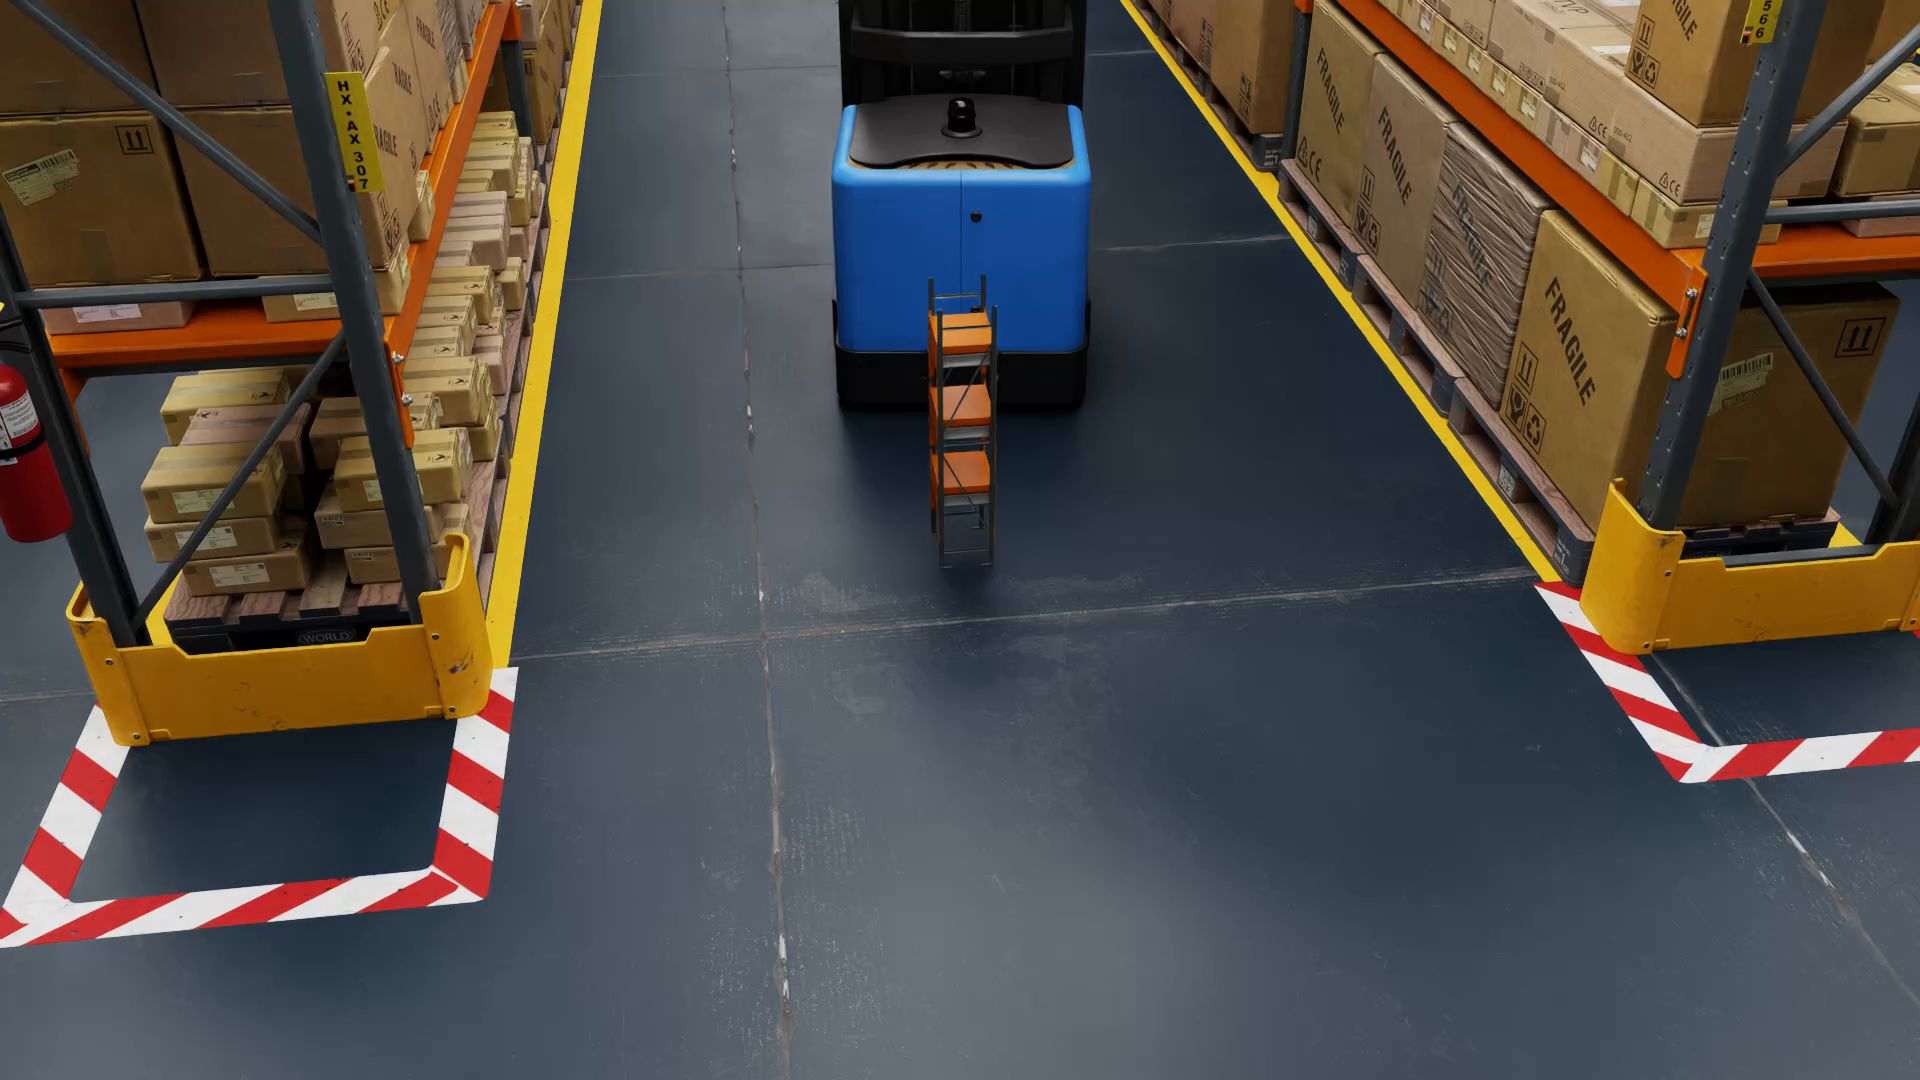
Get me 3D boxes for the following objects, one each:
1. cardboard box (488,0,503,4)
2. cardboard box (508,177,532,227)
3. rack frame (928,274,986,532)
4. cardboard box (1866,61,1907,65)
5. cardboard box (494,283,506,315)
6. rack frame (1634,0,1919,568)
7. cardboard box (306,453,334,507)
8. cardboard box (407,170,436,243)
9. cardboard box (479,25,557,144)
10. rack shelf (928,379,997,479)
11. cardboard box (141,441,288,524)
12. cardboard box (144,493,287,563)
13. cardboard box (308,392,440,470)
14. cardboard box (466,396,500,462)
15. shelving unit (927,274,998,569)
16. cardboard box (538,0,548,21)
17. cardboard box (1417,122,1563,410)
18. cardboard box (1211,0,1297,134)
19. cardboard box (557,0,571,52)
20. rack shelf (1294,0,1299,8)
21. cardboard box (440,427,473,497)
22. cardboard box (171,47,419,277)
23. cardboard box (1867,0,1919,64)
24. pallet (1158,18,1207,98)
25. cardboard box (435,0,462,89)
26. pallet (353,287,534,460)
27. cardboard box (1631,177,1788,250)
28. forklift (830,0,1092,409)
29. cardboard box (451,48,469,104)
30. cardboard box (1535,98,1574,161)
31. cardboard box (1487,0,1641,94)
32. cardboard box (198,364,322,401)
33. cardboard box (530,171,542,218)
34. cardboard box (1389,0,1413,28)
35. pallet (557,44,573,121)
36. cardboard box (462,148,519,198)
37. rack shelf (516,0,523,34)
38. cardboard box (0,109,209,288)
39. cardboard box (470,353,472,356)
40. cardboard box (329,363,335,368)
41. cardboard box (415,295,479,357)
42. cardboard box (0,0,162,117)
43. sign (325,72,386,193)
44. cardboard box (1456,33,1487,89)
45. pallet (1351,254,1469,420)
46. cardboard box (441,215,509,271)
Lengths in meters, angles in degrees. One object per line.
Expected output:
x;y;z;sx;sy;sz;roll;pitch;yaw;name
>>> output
-2.263;-2.527;7.518;0.380;0.149;0.250;-5;35;-8;cardboard box
-2.217;-1.576;7.794;0.380;0.149;0.250;-6;35;-8;cardboard box
-0.009;-0.472;6.010;0.200;1.050;0.008;-4;35;-6;rack frame
2.917;-1.634;5.853;0.500;0.250;0.500;-5;35;-7;cardboard box
-2.178;-0.982;7.186;0.380;0.149;0.250;-4;34;-5;cardboard box
2.790;-0.995;5.047;1.000;3.000;0.127;-4;35;-6;rack frame
-2.501;-0.239;6.096;0.380;0.149;0.250;-5;35;-7;cardboard box
-1.915;-1.071;5.381;0.380;0.149;0.250;-5;35;-8;cardboard box
-2.513;-2.481;9.074;0.500;0.500;0.500;-3;34;-5;cardboard box
0.007;-0.395;5.916;0.215;0.259;0.240;-4;35;-6;rack shelf
-2.460;-0.193;5.501;0.380;0.149;0.250;-4;34;-6;cardboard box
-2.492;-0.067;5.579;0.380;0.149;0.250;-5;35;-8;cardboard box
-2.028;-0.380;5.774;0.380;0.149;0.250;-4;34;-6;cardboard box
-1.974;-0.417;6.357;0.380;0.149;0.250;-4;34;-6;cardboard box
0.007;-0.404;5.911;0.215;1.050;0.252;-4;35;-6;shelving unit
-2.588;-3.088;9.298;0.500;0.250;0.500;-3;34;-5;cardboard box
2.503;-1.150;6.787;0.875;0.875;0.875;-4;35;-6;cardboard box
2.146;-2.878;9.324;1.225;0.875;0.875;-4;35;-6;cardboard box
-2.713;-3.349;10.348;0.500;0.500;0.500;-6;35;-9;cardboard box
1.983;-4.046;10.162;1.077;0.370;4.000;-4;35;-6;rack shelf
-1.935;-0.263;5.867;0.380;0.149;0.250;-5;35;-7;cardboard box
-1.925;-1.112;4.865;0.500;0.500;0.500;-3;34;-4;cardboard box
2.926;-1.933;5.626;0.500;0.500;0.500;-5;35;-8;cardboard box
1.907;-3.182;10.732;1.003;0.211;1.213;-4;35;-6;pallet
-2.150;-1.967;6.119;0.500;0.500;0.500;-5;35;-8;cardboard box
-2.383;-0.701;7.092;1.003;0.211;1.213;-4;35;-6;pallet
2.416;-1.065;5.372;0.380;0.149;0.250;-4;34;-5;cardboard box
0.012;-2.551;7.391;1.130;2.935;3.031;0;34;0;forklift
-2.124;-1.796;6.444;0.380;0.149;0.250;-4;34;-5;cardboard box
2.314;-1.490;5.996;0.380;0.149;0.250;-4;34;-6;cardboard box
2.326;-1.874;6.205;0.500;0.250;0.500;-5;35;-8;cardboard box
-2.570;-0.622;6.130;0.380;0.149;0.250;-6;35;-8;cardboard box
-2.286;-1.710;8.255;0.380;0.149;0.250;-4;34;-6;cardboard box
2.106;-2.350;7.258;0.380;0.149;0.250;-5;35;-7;cardboard box
-2.950;-2.872;10.277;1.003;0.211;1.213;-4;35;-6;pallet
-2.256;-1.693;7.700;0.380;0.149;0.250;-5;35;-7;cardboard box
-2.945;-3.727;9.694;1.077;0.370;4.000;-4;35;-6;rack shelf
-2.454;-1.071;4.806;0.500;0.500;0.500;-4;34;-5;cardboard box
-2.113;-0.685;6.487;0.380;0.149;0.250;-6;35;-9;cardboard box
-2.646;-0.645;6.427;0.380;0.149;0.250;-4;34;-6;cardboard box
-2.079;-0.818;6.417;0.380;0.149;0.250;-3;34;-5;cardboard box
-2.446;-1.490;4.532;0.500;0.500;0.500;-5;35;-7;cardboard box
-1.601;-1.075;4.395;0.100;0.325;0.005;-4;35;-6;sign
2.211;-1.918;6.624;0.380;0.149;0.250;-4;34;-5;cardboard box
2.444;-0.962;7.475;1.003;0.211;1.213;-4;35;-6;pallet
-2.122;-1.248;7.048;0.380;0.149;0.250;-6;35;-8;cardboard box
